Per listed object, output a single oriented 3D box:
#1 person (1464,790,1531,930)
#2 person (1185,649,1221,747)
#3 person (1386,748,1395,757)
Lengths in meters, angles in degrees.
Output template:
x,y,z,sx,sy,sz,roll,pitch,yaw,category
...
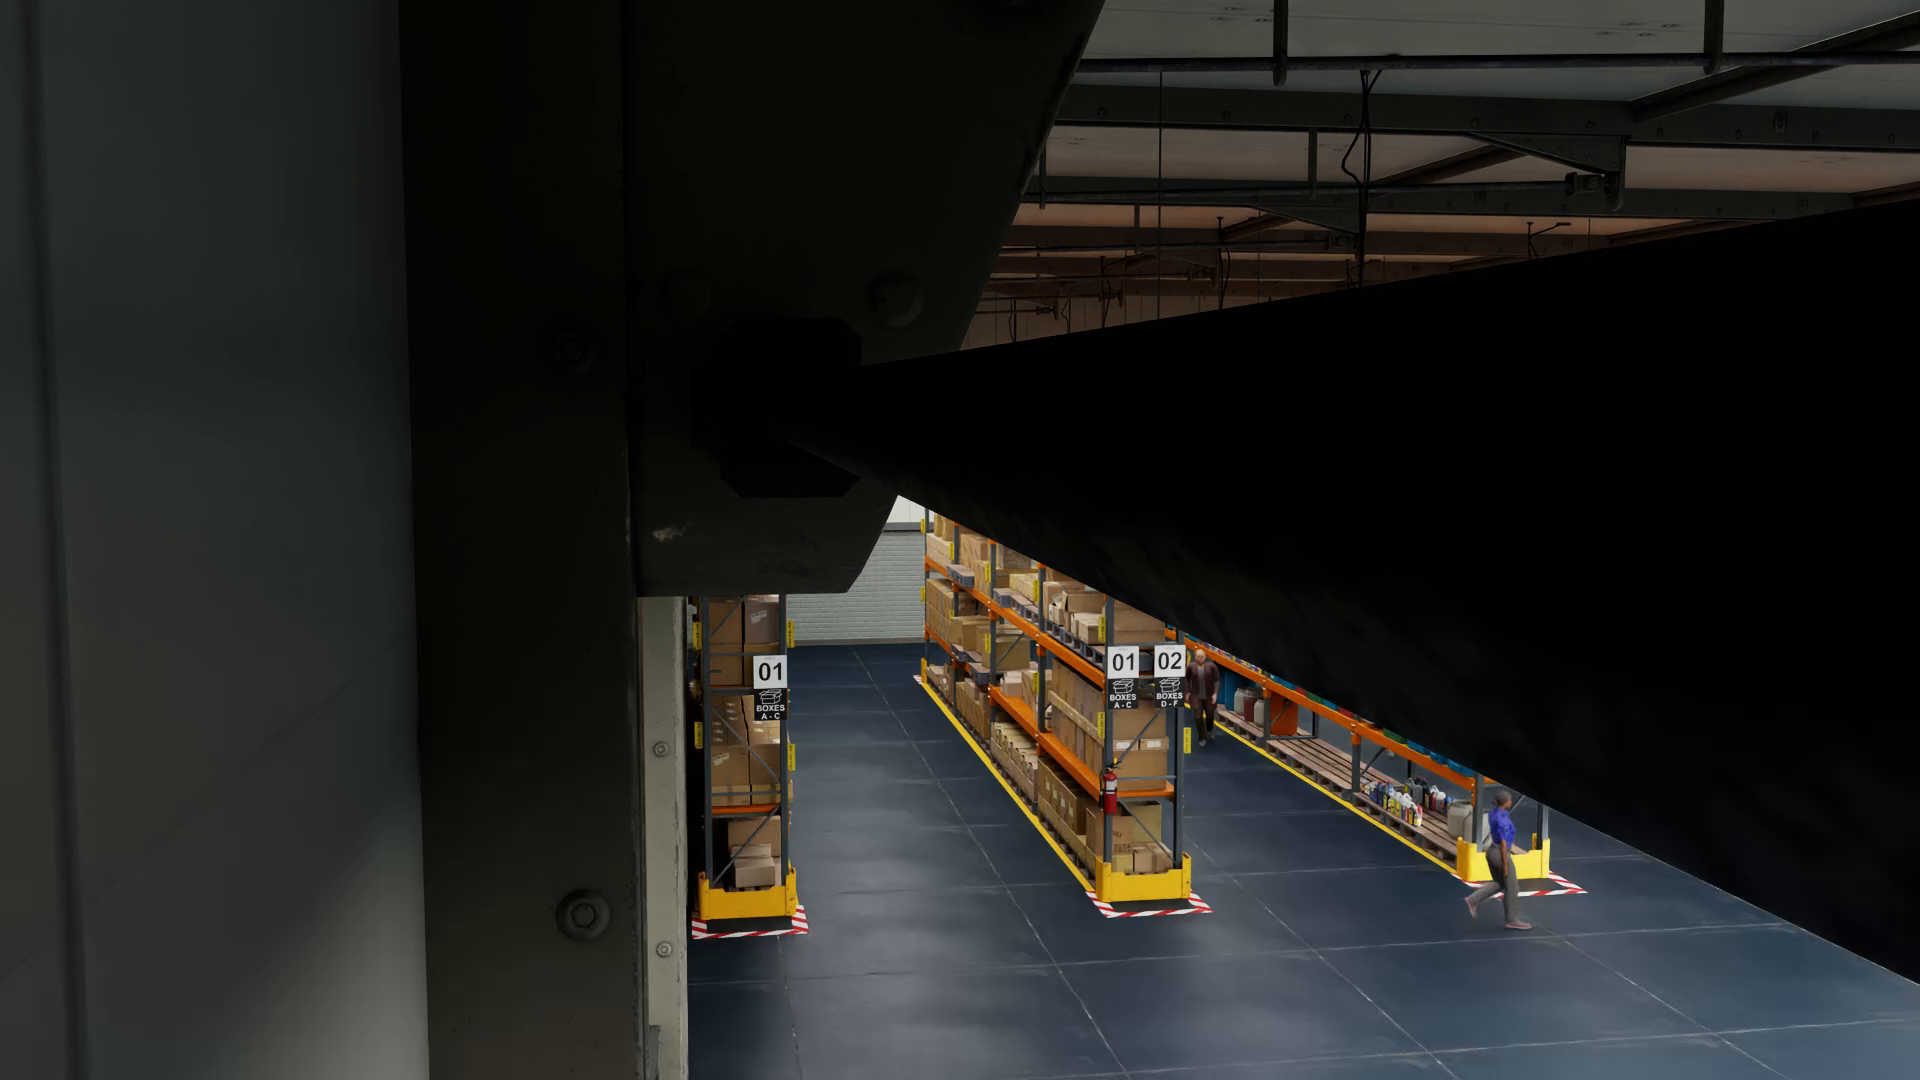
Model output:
x,y,z,sx,sy,sz,roll,pitch,yaw,category
6.385,3.769,19.725,0.746,1.641,0.504,0,5,1,person
4.392,2.817,30.084,0.641,1.757,0.751,1,5,10,person
7.536,2.907,29.111,0.636,1.740,0.678,0,5,4,person
